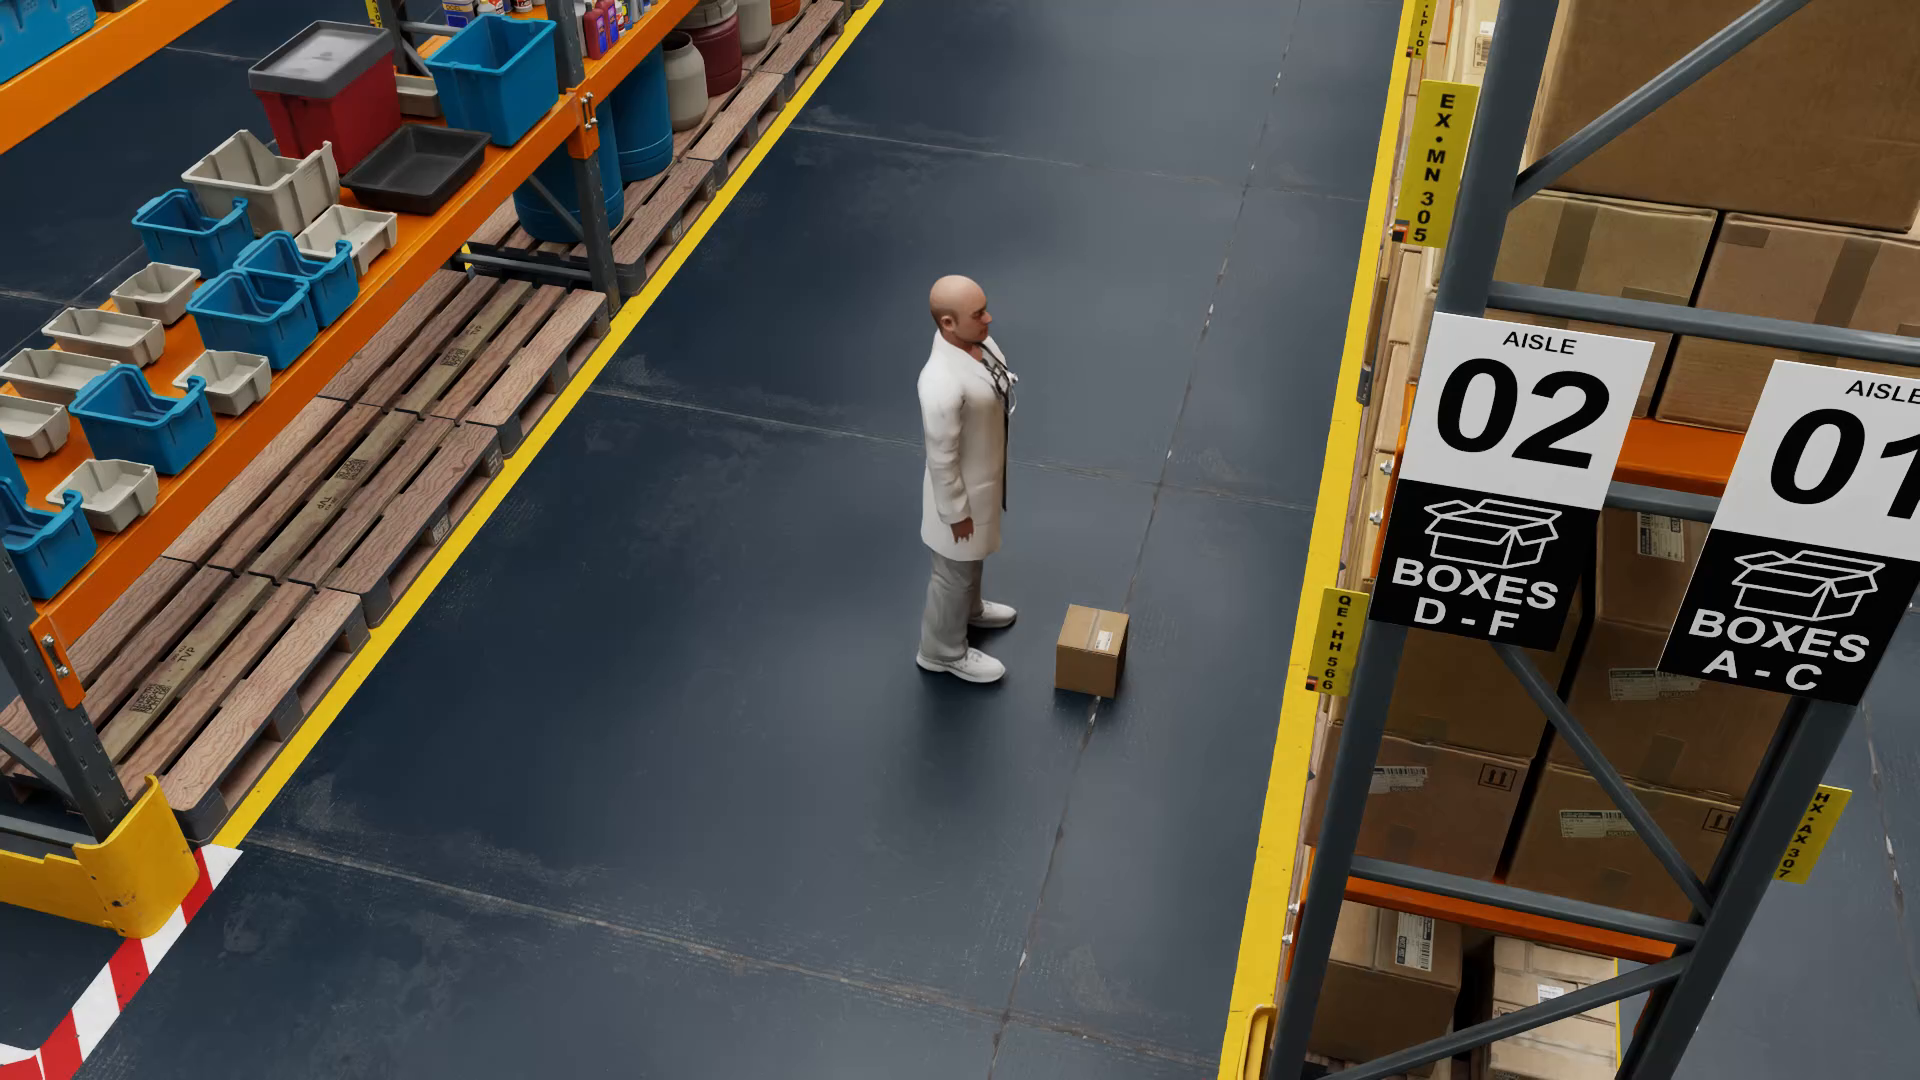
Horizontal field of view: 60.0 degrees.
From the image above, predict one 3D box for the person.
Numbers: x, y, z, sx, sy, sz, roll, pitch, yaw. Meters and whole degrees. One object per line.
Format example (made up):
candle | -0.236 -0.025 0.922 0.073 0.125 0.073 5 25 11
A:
person | 0.029 -0.234 6.414 0.377 1.790 0.585 6 41 7
